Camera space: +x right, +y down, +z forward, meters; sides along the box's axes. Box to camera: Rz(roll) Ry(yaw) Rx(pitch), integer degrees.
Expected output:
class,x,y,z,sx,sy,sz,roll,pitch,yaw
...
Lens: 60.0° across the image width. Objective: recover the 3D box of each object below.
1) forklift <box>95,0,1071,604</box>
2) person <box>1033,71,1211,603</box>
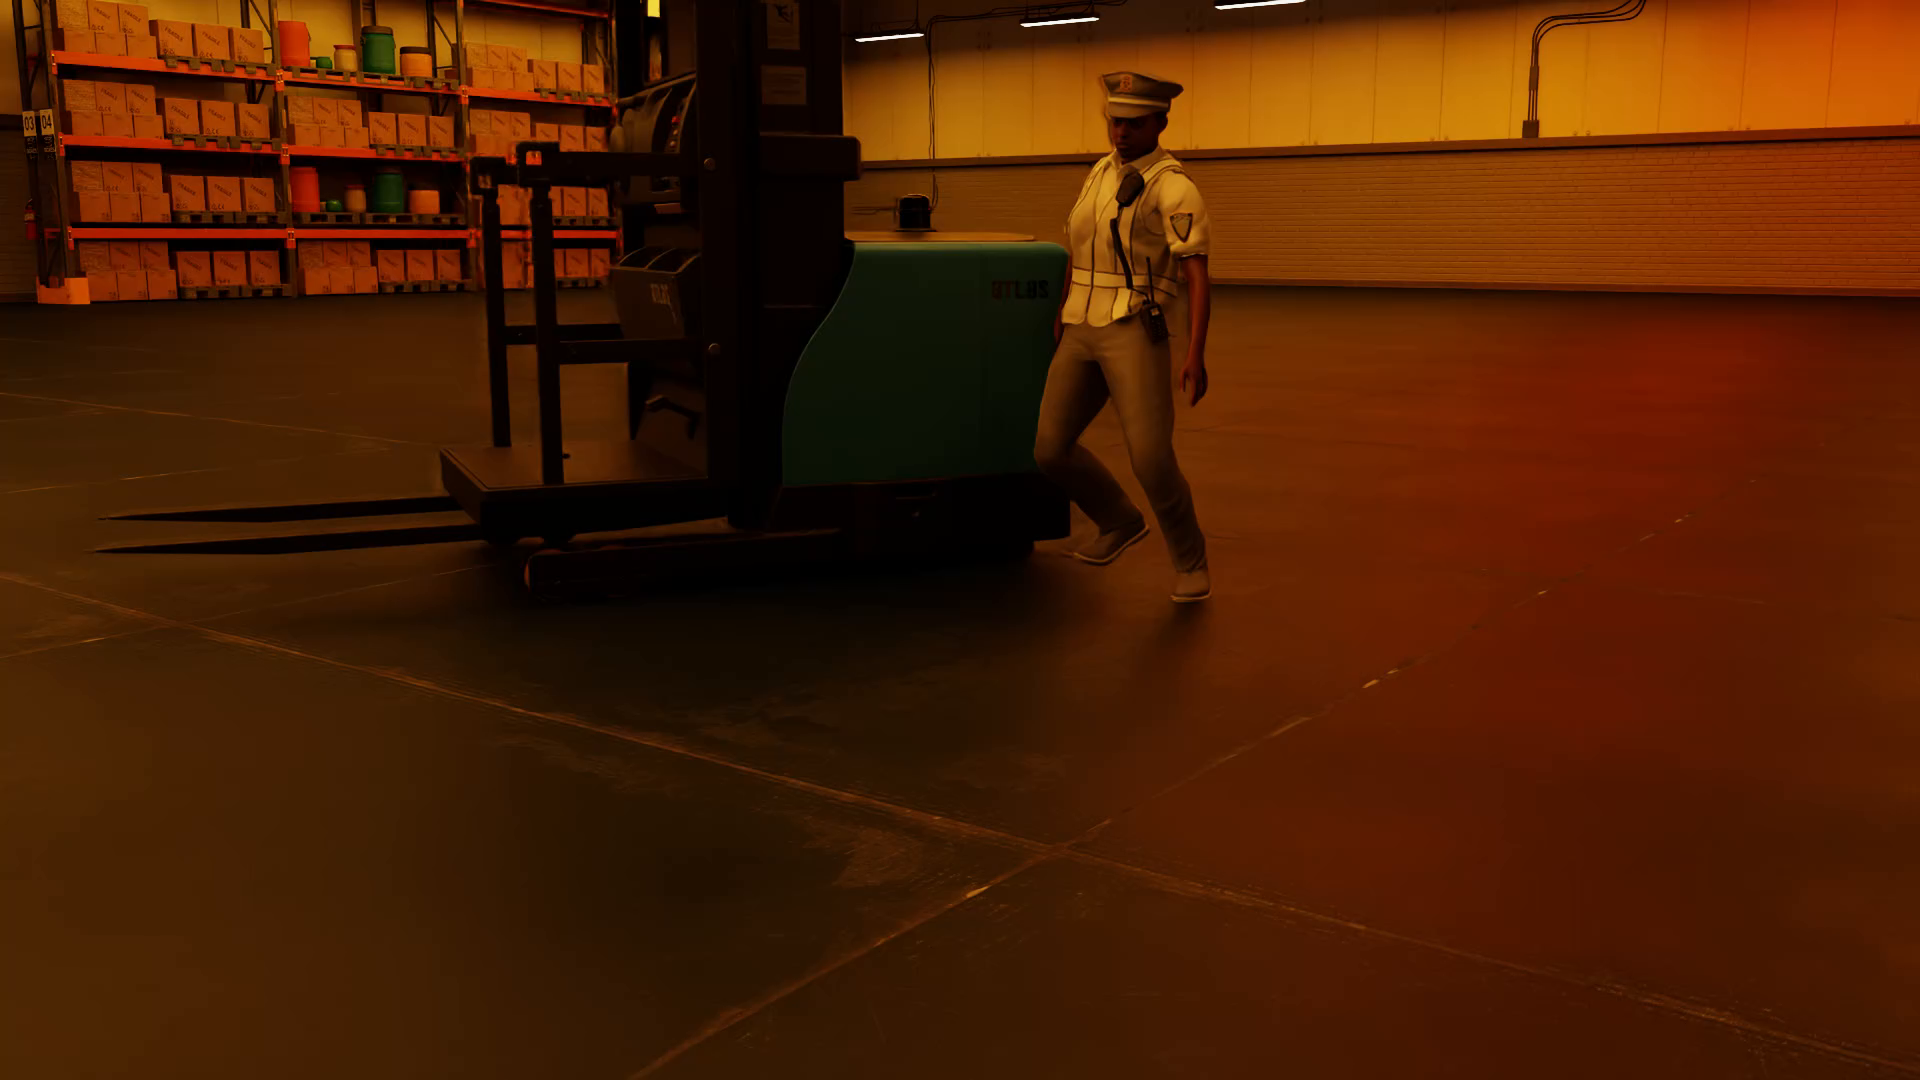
class,x,y,z,sx,sy,sz,roll,pitch,yaw
forklift,-1.180,-1.357,5.351,3.031,2.935,1.130,-5,11,-23
person,0.529,-0.643,5.247,0.467,1.589,0.799,-7,13,-35
